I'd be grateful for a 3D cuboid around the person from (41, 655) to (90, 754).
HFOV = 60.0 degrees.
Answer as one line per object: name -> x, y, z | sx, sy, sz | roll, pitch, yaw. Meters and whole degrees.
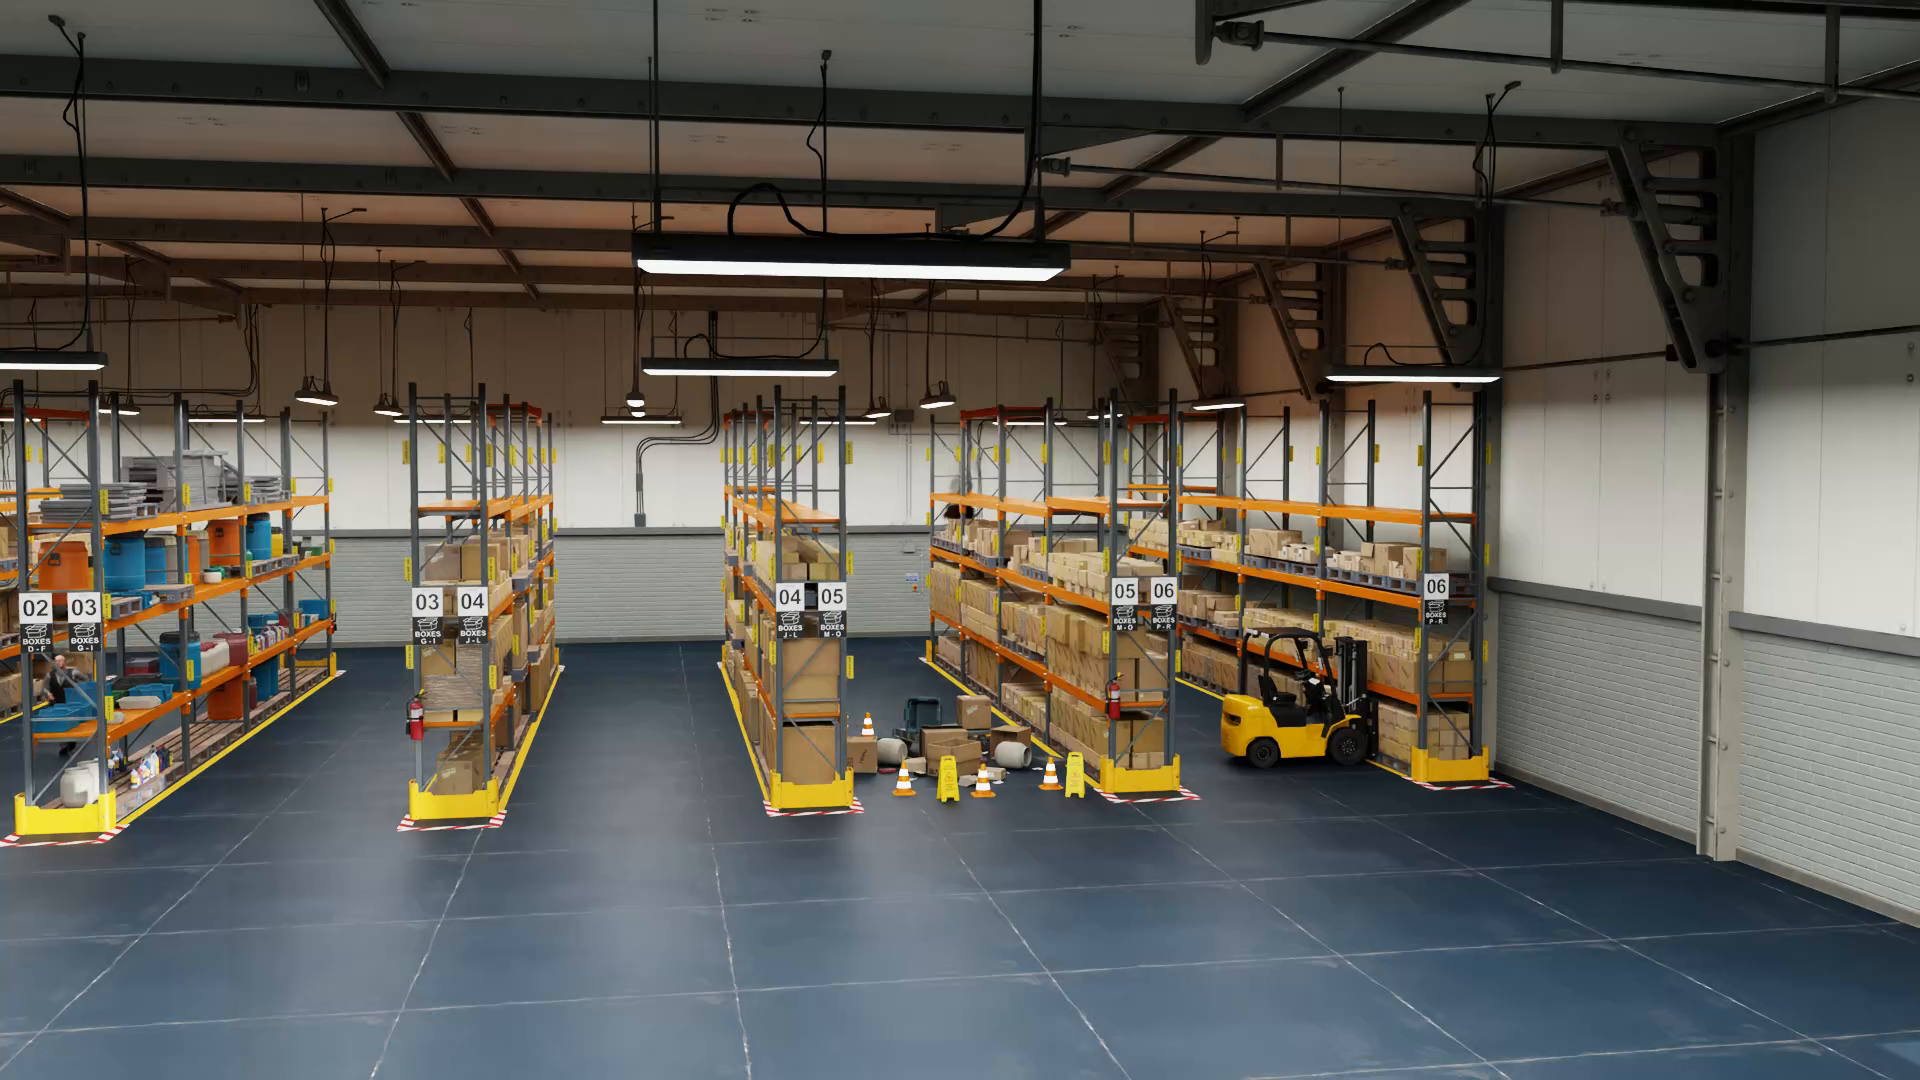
person -> -14.879, 2.751, 27.638 | 0.675, 1.676, 0.764 | -1, 3, -14
